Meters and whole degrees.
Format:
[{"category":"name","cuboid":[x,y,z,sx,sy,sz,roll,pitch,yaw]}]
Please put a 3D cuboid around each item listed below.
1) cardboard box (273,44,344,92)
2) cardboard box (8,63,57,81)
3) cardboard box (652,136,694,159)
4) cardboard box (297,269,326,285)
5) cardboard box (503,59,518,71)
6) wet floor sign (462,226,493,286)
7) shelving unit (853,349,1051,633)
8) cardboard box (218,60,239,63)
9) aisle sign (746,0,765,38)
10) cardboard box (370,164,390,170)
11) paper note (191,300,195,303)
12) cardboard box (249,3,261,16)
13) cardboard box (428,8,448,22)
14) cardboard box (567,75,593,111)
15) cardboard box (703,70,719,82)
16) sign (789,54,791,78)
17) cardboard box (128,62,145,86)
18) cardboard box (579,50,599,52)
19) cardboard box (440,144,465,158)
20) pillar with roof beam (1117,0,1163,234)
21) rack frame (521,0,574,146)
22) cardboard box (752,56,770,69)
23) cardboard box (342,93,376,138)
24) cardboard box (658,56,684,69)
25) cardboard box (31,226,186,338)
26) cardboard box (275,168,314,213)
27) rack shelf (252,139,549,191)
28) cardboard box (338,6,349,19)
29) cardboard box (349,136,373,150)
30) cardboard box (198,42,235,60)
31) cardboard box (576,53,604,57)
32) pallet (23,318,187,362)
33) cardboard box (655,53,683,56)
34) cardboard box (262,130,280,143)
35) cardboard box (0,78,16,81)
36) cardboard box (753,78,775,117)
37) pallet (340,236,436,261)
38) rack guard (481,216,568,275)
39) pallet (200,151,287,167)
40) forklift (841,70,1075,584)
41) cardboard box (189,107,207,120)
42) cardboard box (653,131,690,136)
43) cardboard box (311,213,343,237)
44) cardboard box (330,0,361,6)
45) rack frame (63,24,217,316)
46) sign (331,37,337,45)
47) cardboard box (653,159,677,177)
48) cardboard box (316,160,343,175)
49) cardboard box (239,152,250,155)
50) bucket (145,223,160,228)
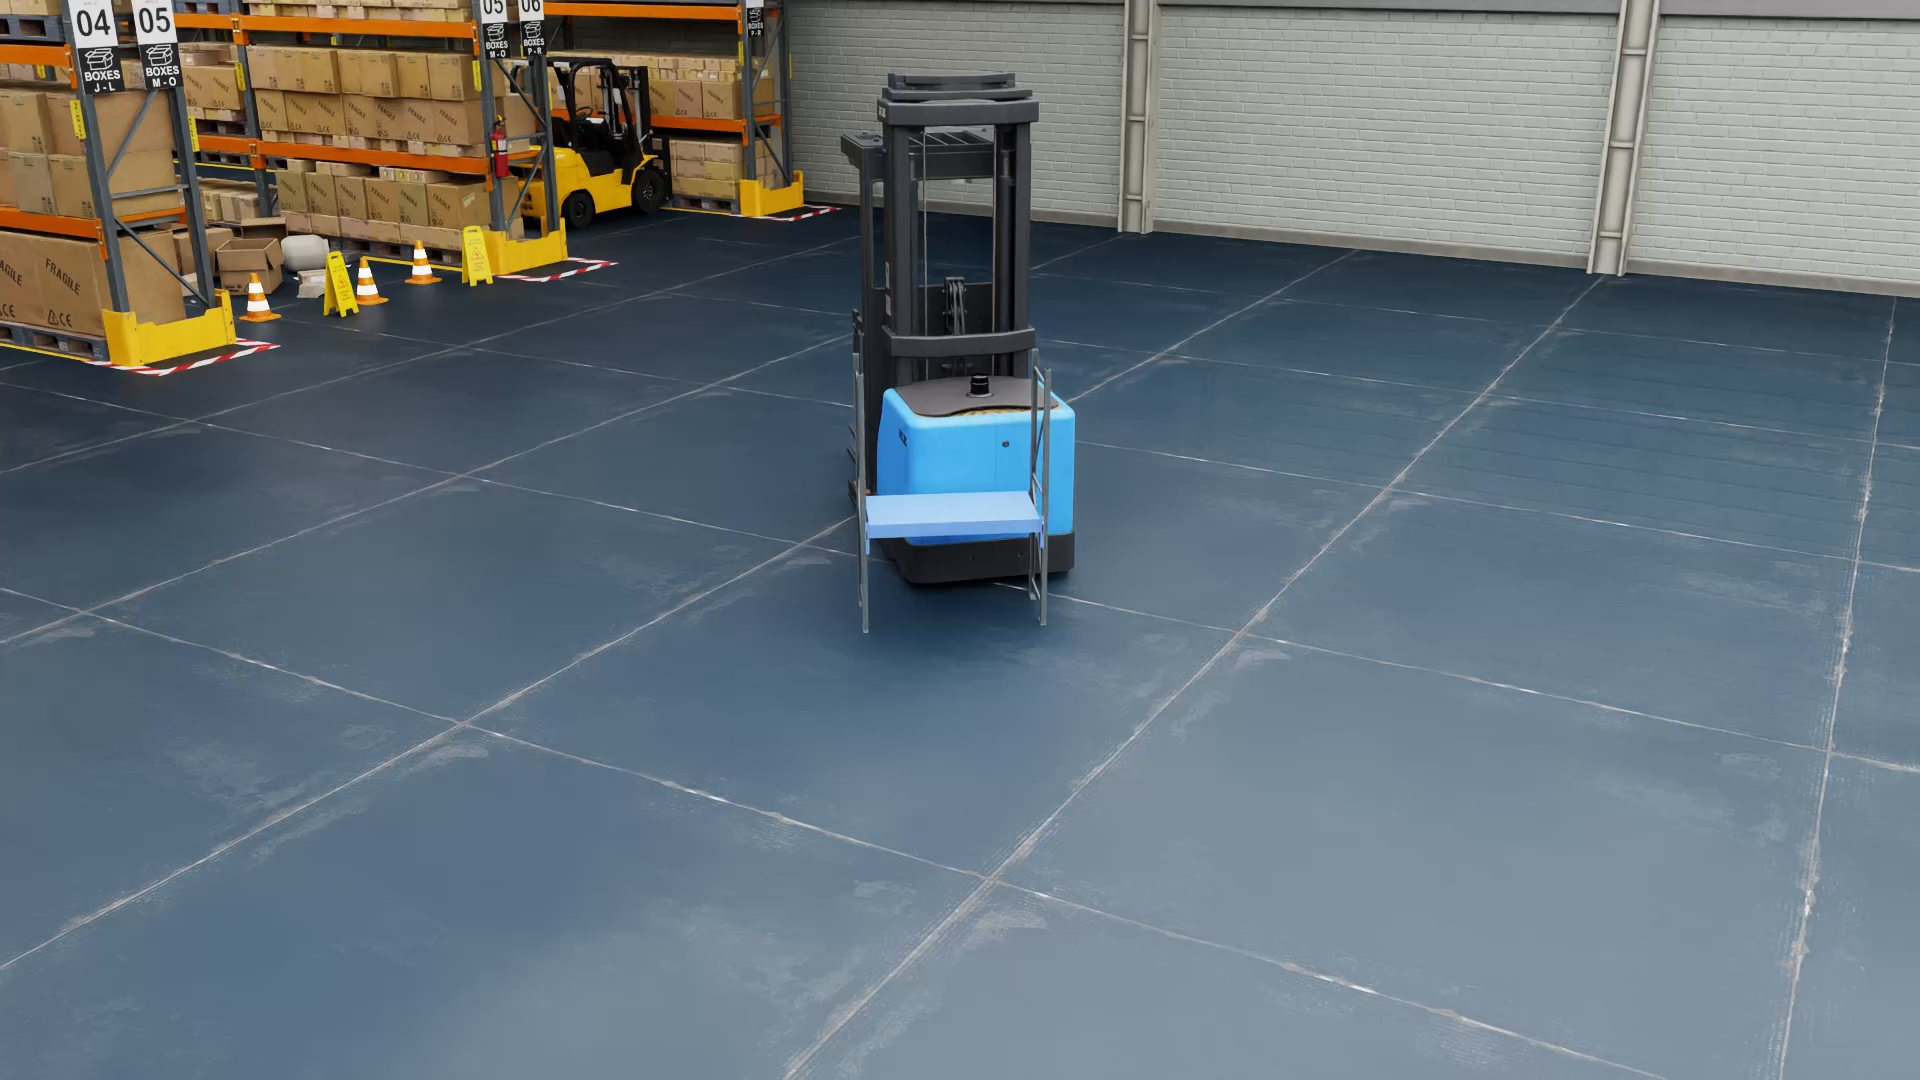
[{"category":"cardboard box","cuboid":[-7.915,-5.777,20.343,0.500,0.500,0.700,11,23,28]},{"category":"cardboard box","cuboid":[-12.699,-6.540,22.882,0.500,0.500,0.500,10,22,26]},{"category":"cardboard box","cuboid":[-4.167,-5.685,24.089,0.500,0.250,0.500,11,23,28]},{"category":"cardboard box","cuboid":[-7.265,-2.960,18.808,0.380,0.149,0.250,-11,23,-29]},{"category":"cardboard box","cuboid":[-6.852,-7.208,25.239,0.250,0.149,0.380,10,22,27]},{"category":"wet floor sign","cuboid":[-5.492,-3.227,18.815,0.267,0.644,0.232,-16,26,-38]},{"category":"shelving unit","cuboid":[-0.054,-0.280,9.437,1.048,1.500,0.538,-2,20,-6]},{"category":"cardboard box","cuboid":[-9.760,-6.066,21.991,0.500,0.500,0.500,11,22,27]},{"category":"aisle sign","cuboid":[-2.805,-7.286,22.740,0.004,0.787,0.394,11,23,27]},{"category":"cardboard box","cuboid":[-7.536,-4.504,21.200,0.500,0.500,0.500,11,23,28]},{"category":"paper note","cuboid":[-8.279,-2.577,17.954,0.032,0.001,0.123,-11,23,-29]},{"category":"cardboard box","cuboid":[-8.474,-6.515,20.397,0.250,0.149,0.380,10,22,26]},{"category":"cardboard box","cuboid":[-5.817,-5.984,18.932,0.250,0.149,0.380,11,23,28]},{"category":"cardboard box","cuboid":[-5.488,-6.641,24.628,0.500,0.500,0.500,11,23,28]},{"category":"cardboard box","cuboid":[-3.396,-6.522,23.349,0.250,0.149,0.380,11,23,28]},{"category":"sign","cuboid":[-2.443,-6.771,23.746,0.005,0.325,0.100,11,23,27]},{"category":"cardboard box","cuboid":[-10.482,-5.999,21.804,0.500,0.500,0.500,10,22,25]},{"category":"cardboard box","cuboid":[-5.586,-7.302,25.062,0.250,0.149,0.380,10,22,26]},{"category":"cardboard box","cuboid":[-5.842,-4.574,19.443,0.250,0.149,0.380,10,22,27]},{"category":"pillar with roof beam","cuboid":[0.252,-7.087,17.207,0.400,9.000,9.100,11,23,27]},{"category":"rack frame","cuboid":[-6.211,-6.828,25.288,0.127,3.000,1.000,11,23,27]},{"category":"cardboard box","cuboid":[-2.908,-6.774,23.605,0.250,0.149,0.380,10,22,26]},{"category":"cardboard box","cuboid":[-7.048,-5.138,20.048,0.500,0.500,0.500,11,23,28]},{"category":"cardboard box","cuboid":[-4.069,-6.792,23.656,0.250,0.149,0.380,11,23,29]},{"category":"cardboard box","cuboid":[-8.086,-2.485,15.818,0.875,0.875,0.875,11,23,28]},{"category":"cardboard box","cuboid":[-8.245,-4.428,20.990,0.500,0.500,0.500,12,23,30]},{"category":"rack shelf","cuboid":[-6.882,-4.678,20.419,4.000,0.370,1.077,11,23,27]},{"category":"cardboard box","cuboid":[-7.128,-6.259,19.691,0.250,0.149,0.380,11,23,28]},{"category":"cardboard box","cuboid":[-7.164,-4.834,20.161,0.250,0.149,0.380,11,23,27]},{"category":"cardboard box","cuboid":[-12.430,-8.169,28.225,0.500,0.500,0.700,11,23,28]},{"category":"cardboard box","cuboid":[-5.403,-7.048,24.363,0.250,0.149,0.380,11,23,28]},{"category":"pallet","cuboid":[-8.198,-1.992,16.048,1.213,0.211,1.003,11,23,27]},{"category":"cardboard box","cuboid":[-4.244,-7.039,24.338,0.250,0.149,0.380,11,23,28]},{"category":"cardboard box","cuboid":[-8.510,-5.083,20.848,0.250,0.149,0.380,11,23,27]},{"category":"cardboard box","cuboid":[-9.708,-4.178,16.180,0.550,0.550,0.875,11,23,27]},{"category":"cardboard box","cuboid":[-3.016,-6.374,23.892,0.500,0.500,0.500,12,23,29]},{"category":"pallet","cuboid":[-6.956,-3.735,20.851,1.213,0.211,1.003,11,23,27]},{"category":"rack guard","cuboid":[-5.203,-3.522,19.840,0.348,0.500,1.175,11,23,27]},{"category":"pallet","cuboid":[-12.466,-6.723,29.090,1.213,0.211,1.003,11,23,27]},{"category":"forklift","cuboid":[-0.151,-1.585,10.936,1.130,2.935,3.031,-5,20,-13]},{"category":"cardboard box","cuboid":[-9.676,-5.513,21.418,0.250,0.149,0.380,10,22,26]},{"category":"cardboard box","cuboid":[-4.359,-5.929,24.762,0.500,0.250,0.500,10,22,26]},{"category":"cardboard box","cuboid":[-7.773,-3.990,20.883,0.500,0.250,0.500,12,23,30]},{"category":"cardboard box","cuboid":[-7.050,-6.421,19.551,0.500,0.250,0.500,11,23,28]},{"category":"rack frame","cuboid":[-7.462,-3.194,15.270,0.127,3.000,1.000,11,23,27]},{"category":"sign","cuboid":[-9.959,-7.837,26.489,0.005,0.325,0.100,11,23,27]},{"category":"cardboard box","cuboid":[-4.190,-5.456,24.191,0.500,0.250,0.500,10,22,26]},{"category":"cardboard box","cuboid":[-7.715,-4.609,20.539,0.250,0.149,0.380,12,23,29]},{"category":"cardboard box","cuboid":[-11.979,-6.863,28.436,0.500,0.500,0.500,10,22,26]},{"category":"bucket","cuboid":[-9.711,-3.698,19.233,0.726,0.611,0.620,-16,16,-38]}]
